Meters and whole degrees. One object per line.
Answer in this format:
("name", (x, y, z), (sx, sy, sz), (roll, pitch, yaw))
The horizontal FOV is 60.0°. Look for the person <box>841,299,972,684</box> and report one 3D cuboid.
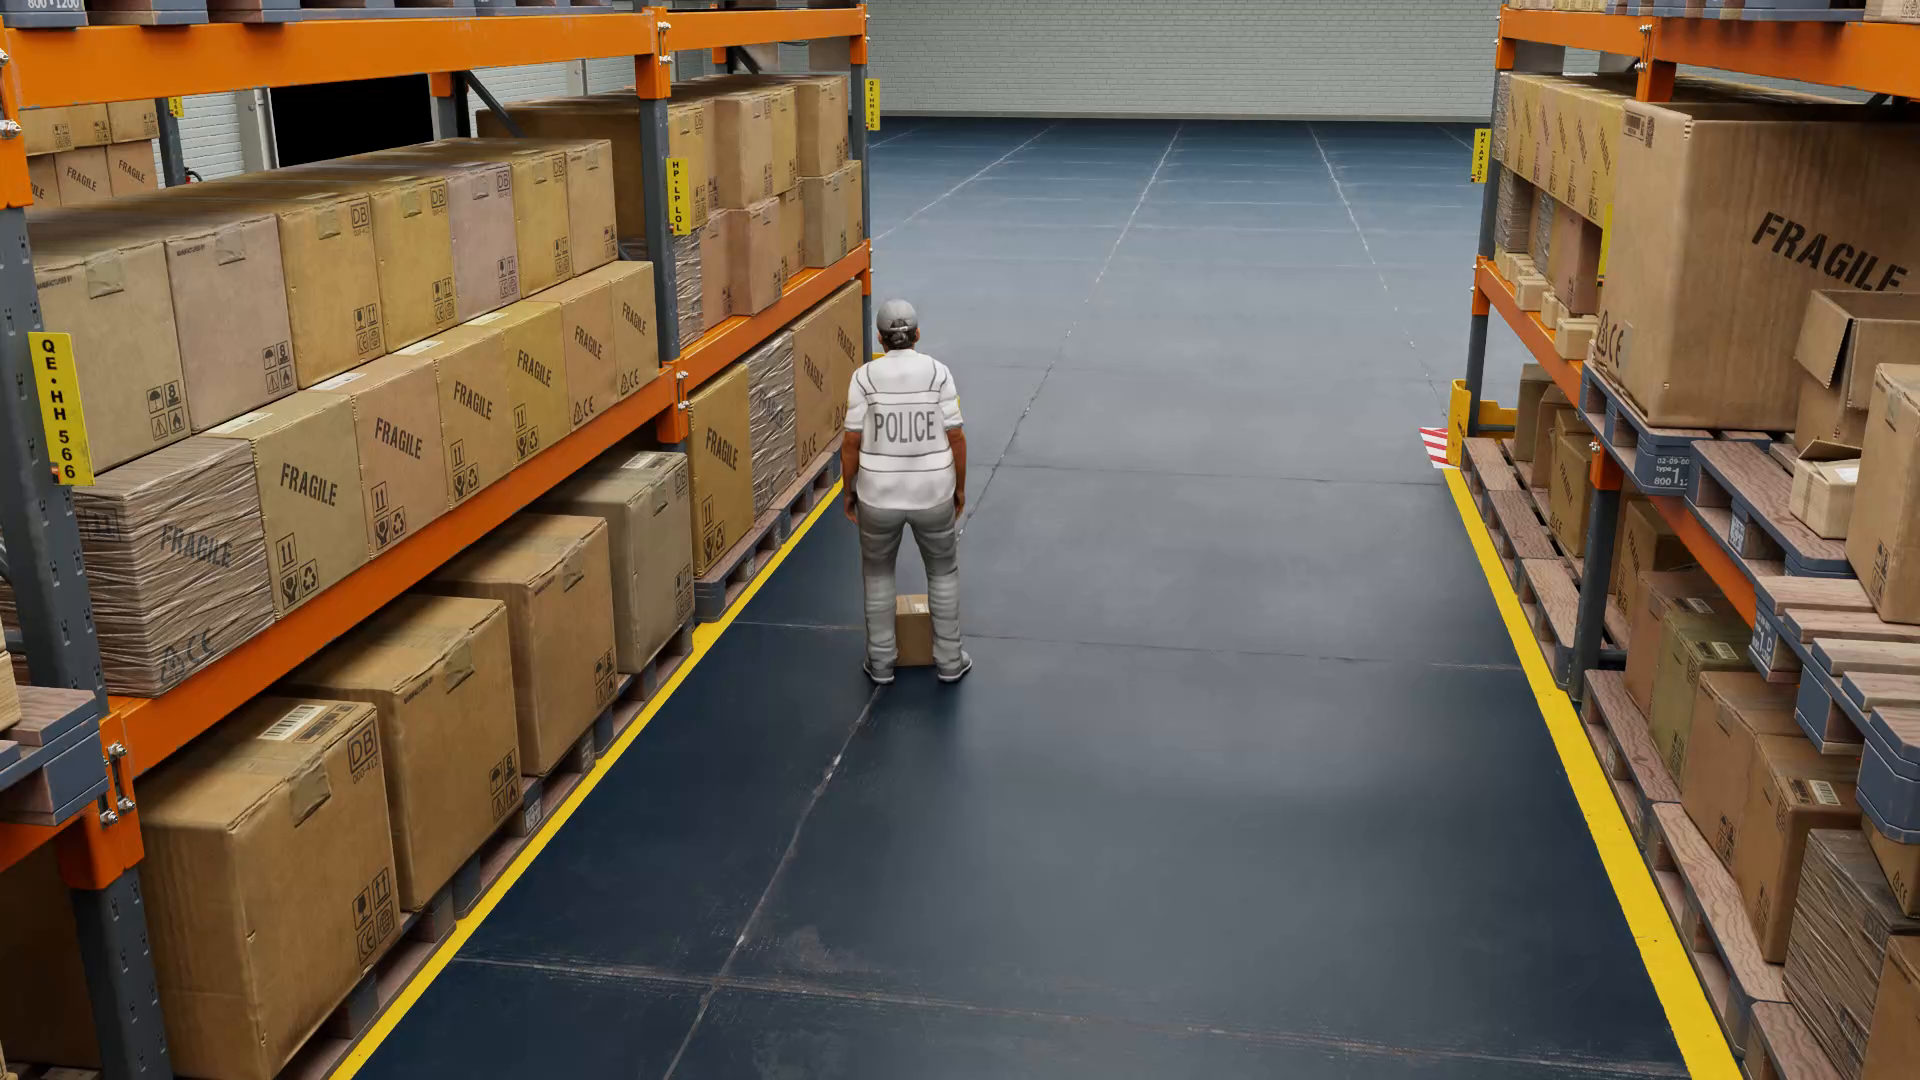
("person", (-0.223, -0.196, 7.145), (0.564, 1.667, 0.463), (-1, 18, -4))
